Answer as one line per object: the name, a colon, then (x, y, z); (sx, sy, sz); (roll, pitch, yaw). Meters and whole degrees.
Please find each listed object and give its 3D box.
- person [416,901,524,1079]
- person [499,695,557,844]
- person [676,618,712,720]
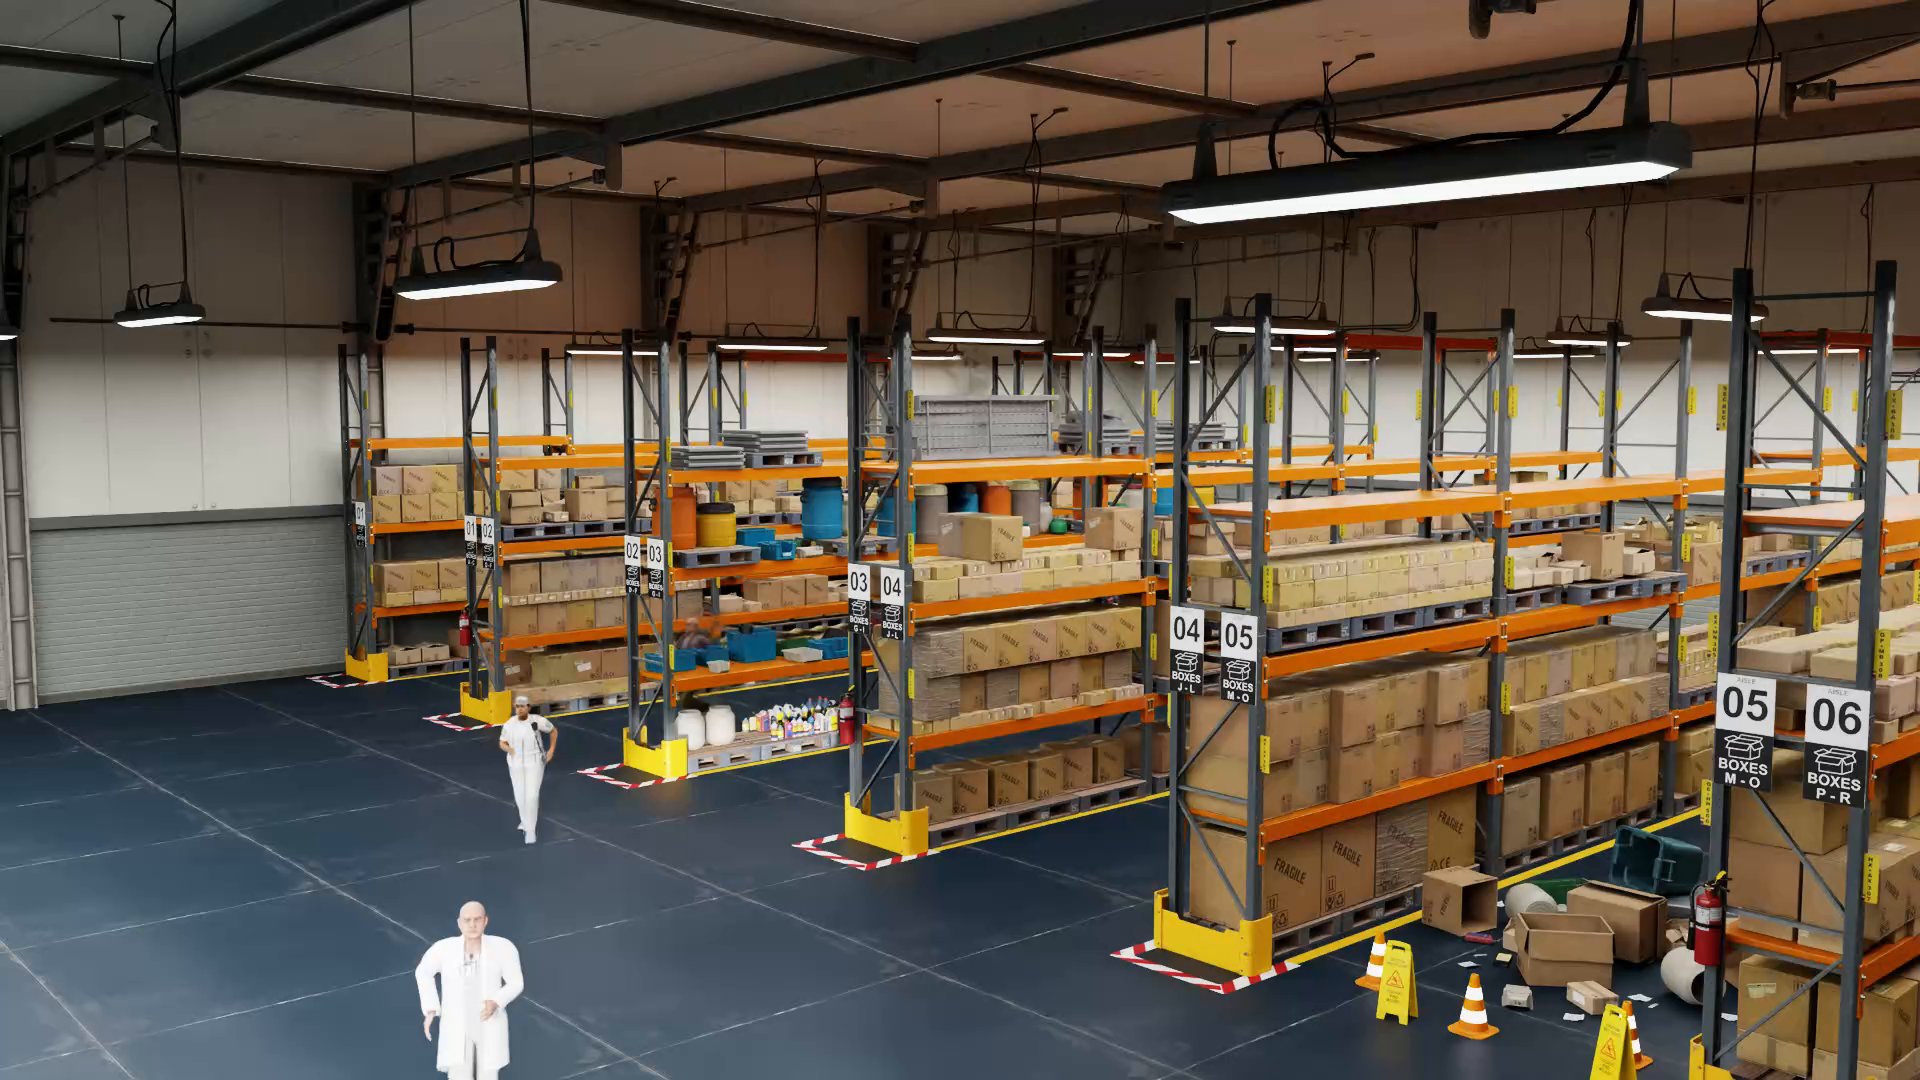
person: (-3.259, 3.293, 11.114); (0.690, 1.740, 0.672); (-2, 5, -19)
person: (-5.008, 2.642, 19.250); (0.608, 1.703, 0.733); (0, 5, -1)
person: (-4.049, 2.042, 25.093); (0.721, 1.750, 0.958); (4, 6, 36)
